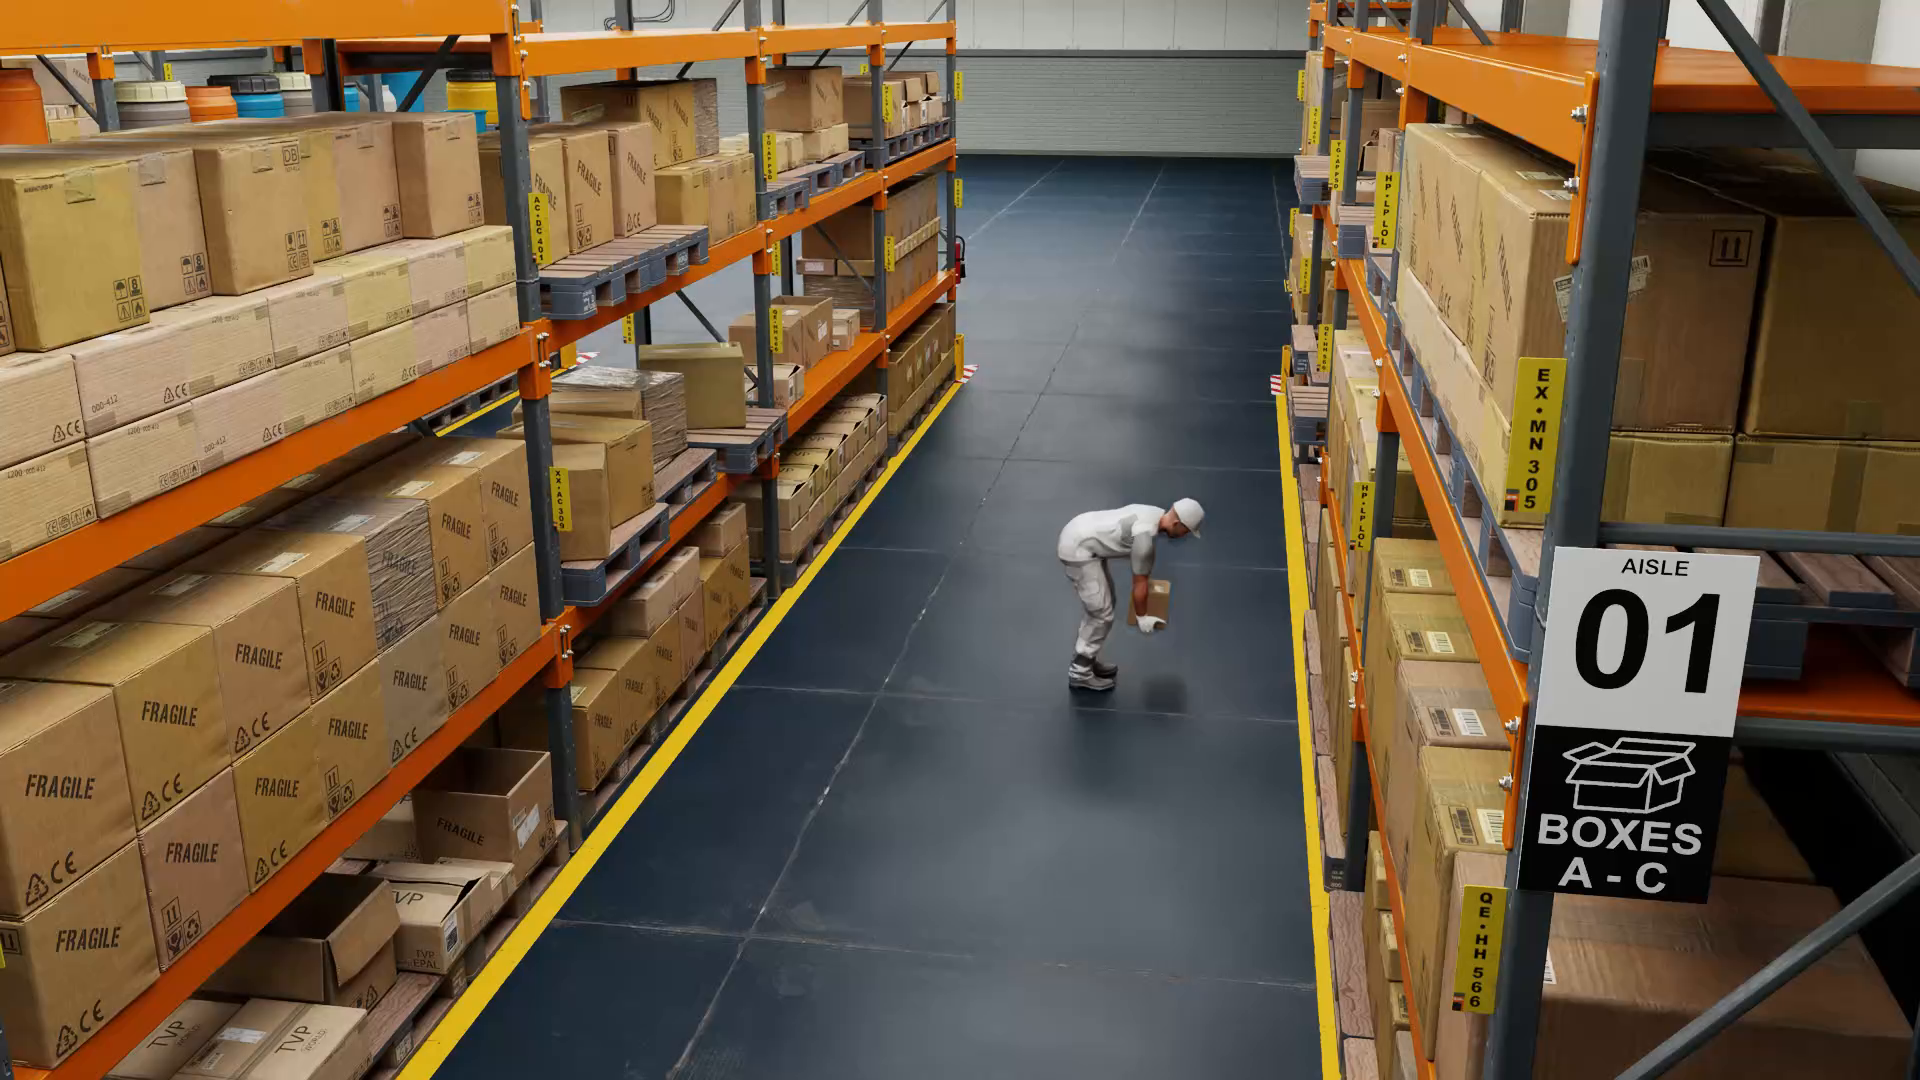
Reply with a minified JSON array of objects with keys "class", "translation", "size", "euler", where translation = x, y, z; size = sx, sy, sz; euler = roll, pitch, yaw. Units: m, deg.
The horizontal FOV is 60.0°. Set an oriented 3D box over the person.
[{"class":"person","translation":[1.094,0.331,10.816],"size":[0.935,1.273,0.491],"euler":[2,18,7]}]
